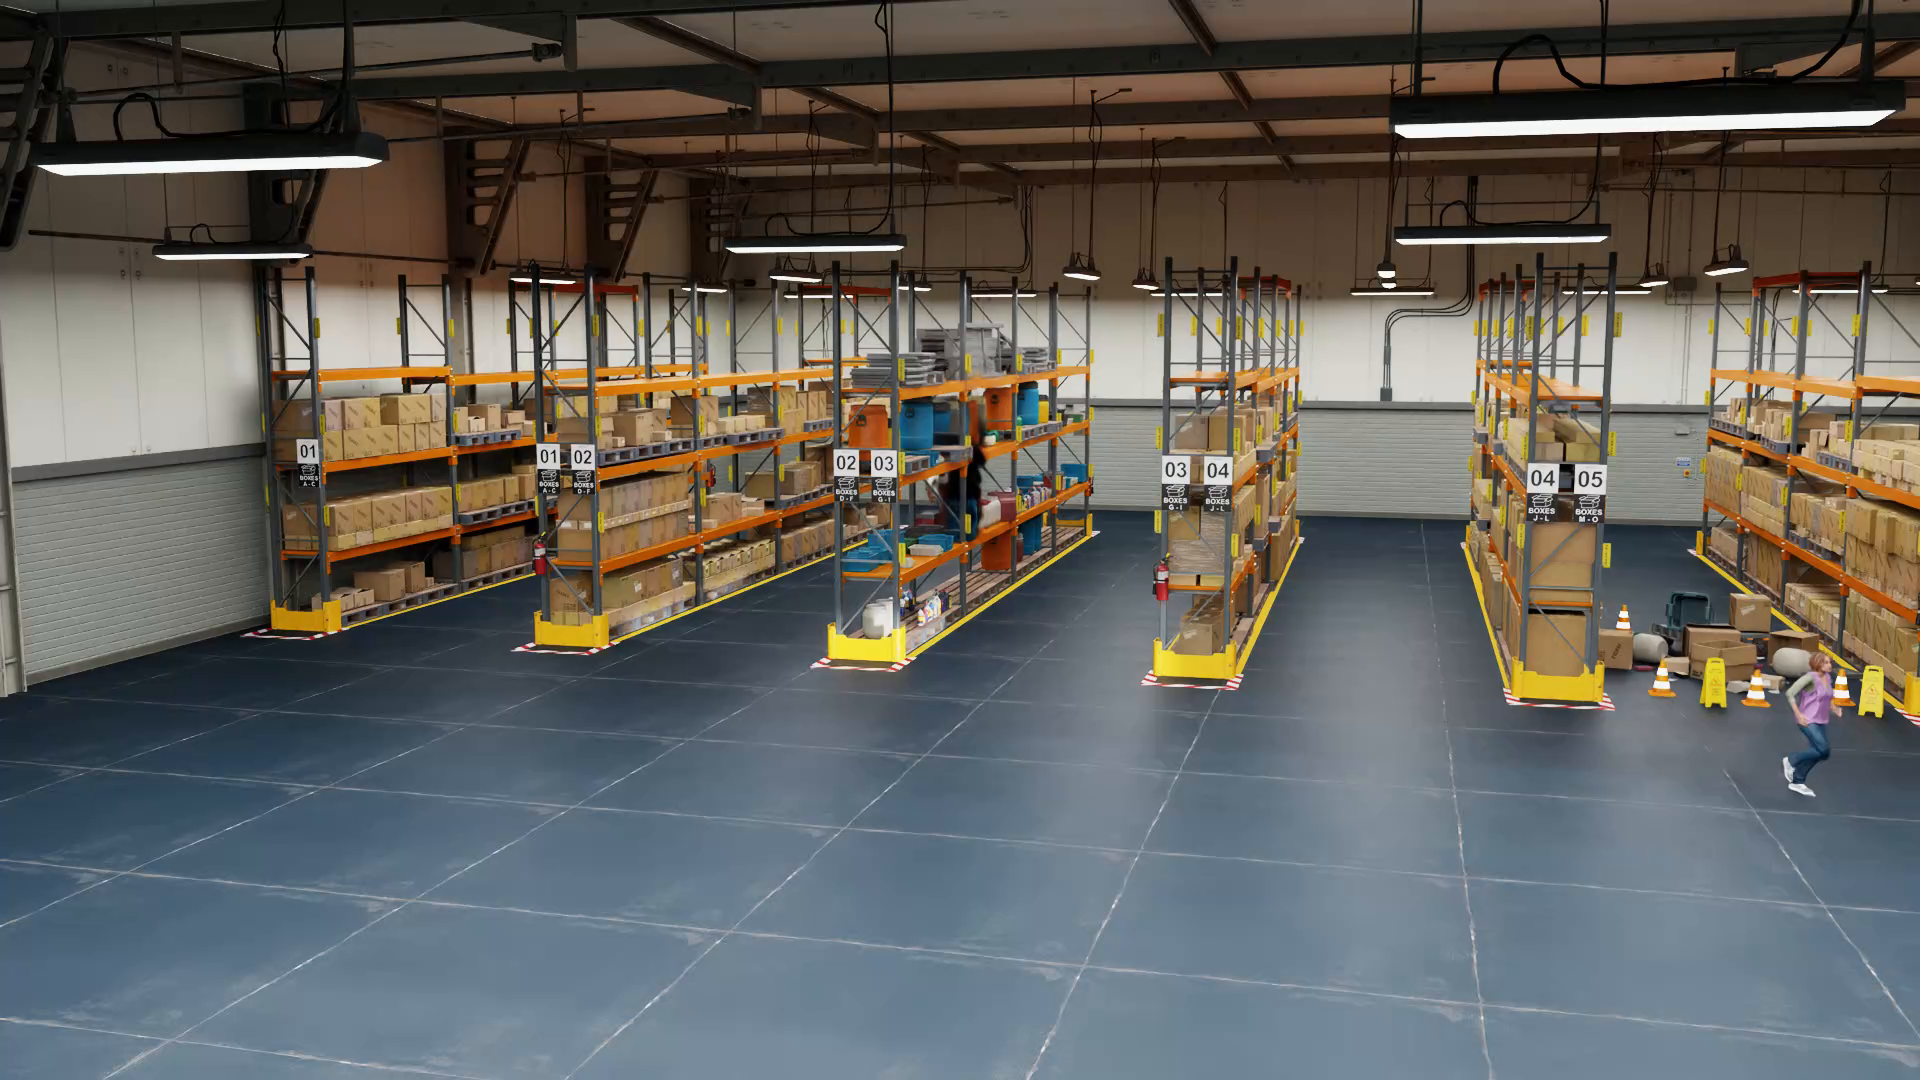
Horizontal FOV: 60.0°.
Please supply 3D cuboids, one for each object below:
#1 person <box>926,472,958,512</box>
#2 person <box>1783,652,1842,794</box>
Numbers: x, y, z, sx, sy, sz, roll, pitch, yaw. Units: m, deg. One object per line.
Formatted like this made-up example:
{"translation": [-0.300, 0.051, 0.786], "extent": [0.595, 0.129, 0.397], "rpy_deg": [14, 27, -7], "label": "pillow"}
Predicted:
{"translation": [-0.467, -1.081, 41.395], "extent": [0.805, 1.731, 0.624], "rpy_deg": [-2, 7, -14], "label": "person"}
{"translation": [9.204, 1.975, 17.920], "extent": [0.546, 1.557, 0.518], "rpy_deg": [-5, 9, -34], "label": "person"}
